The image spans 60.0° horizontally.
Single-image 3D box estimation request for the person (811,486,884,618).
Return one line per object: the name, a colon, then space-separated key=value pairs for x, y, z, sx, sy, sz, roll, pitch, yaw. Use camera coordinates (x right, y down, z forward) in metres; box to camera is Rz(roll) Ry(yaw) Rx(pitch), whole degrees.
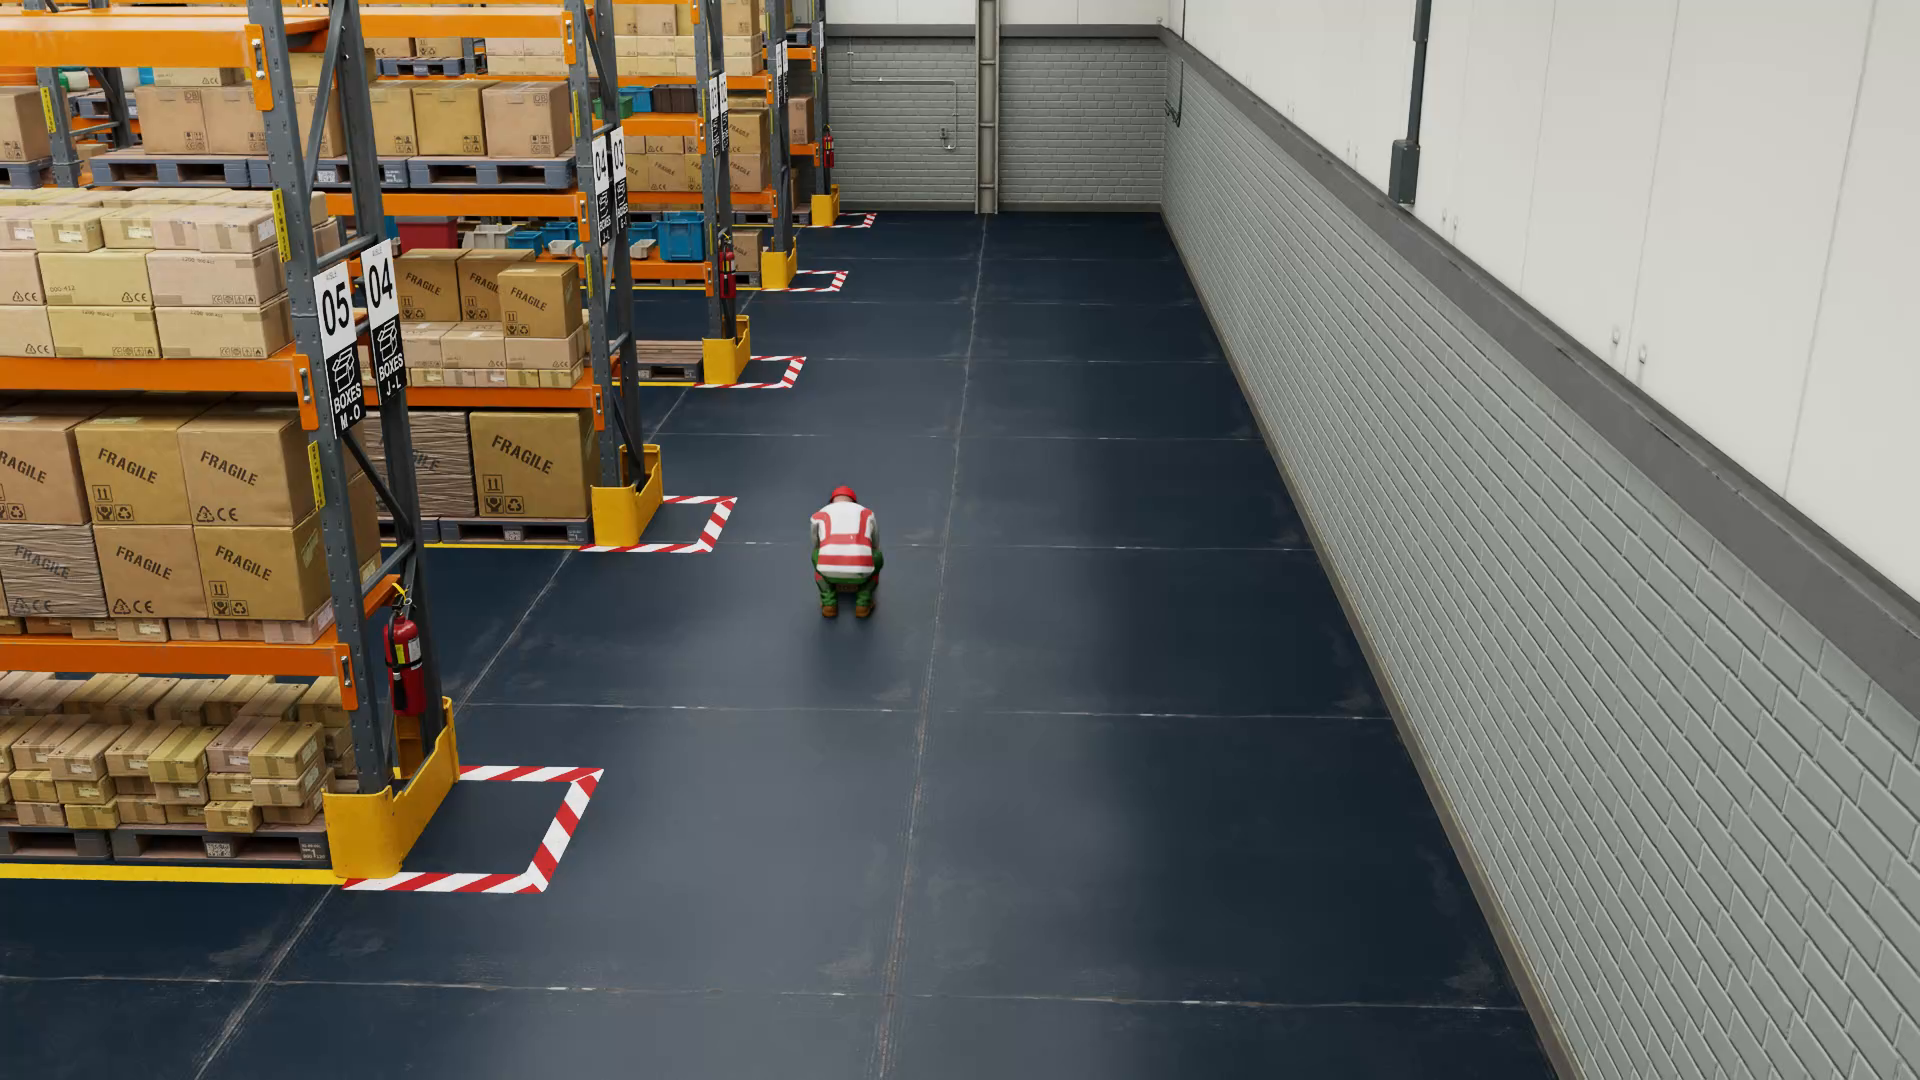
person: x=-0.834 y=0.133 z=12.246 sx=0.544 sy=0.866 sz=0.921 roll=1 pitch=21 yaw=1
